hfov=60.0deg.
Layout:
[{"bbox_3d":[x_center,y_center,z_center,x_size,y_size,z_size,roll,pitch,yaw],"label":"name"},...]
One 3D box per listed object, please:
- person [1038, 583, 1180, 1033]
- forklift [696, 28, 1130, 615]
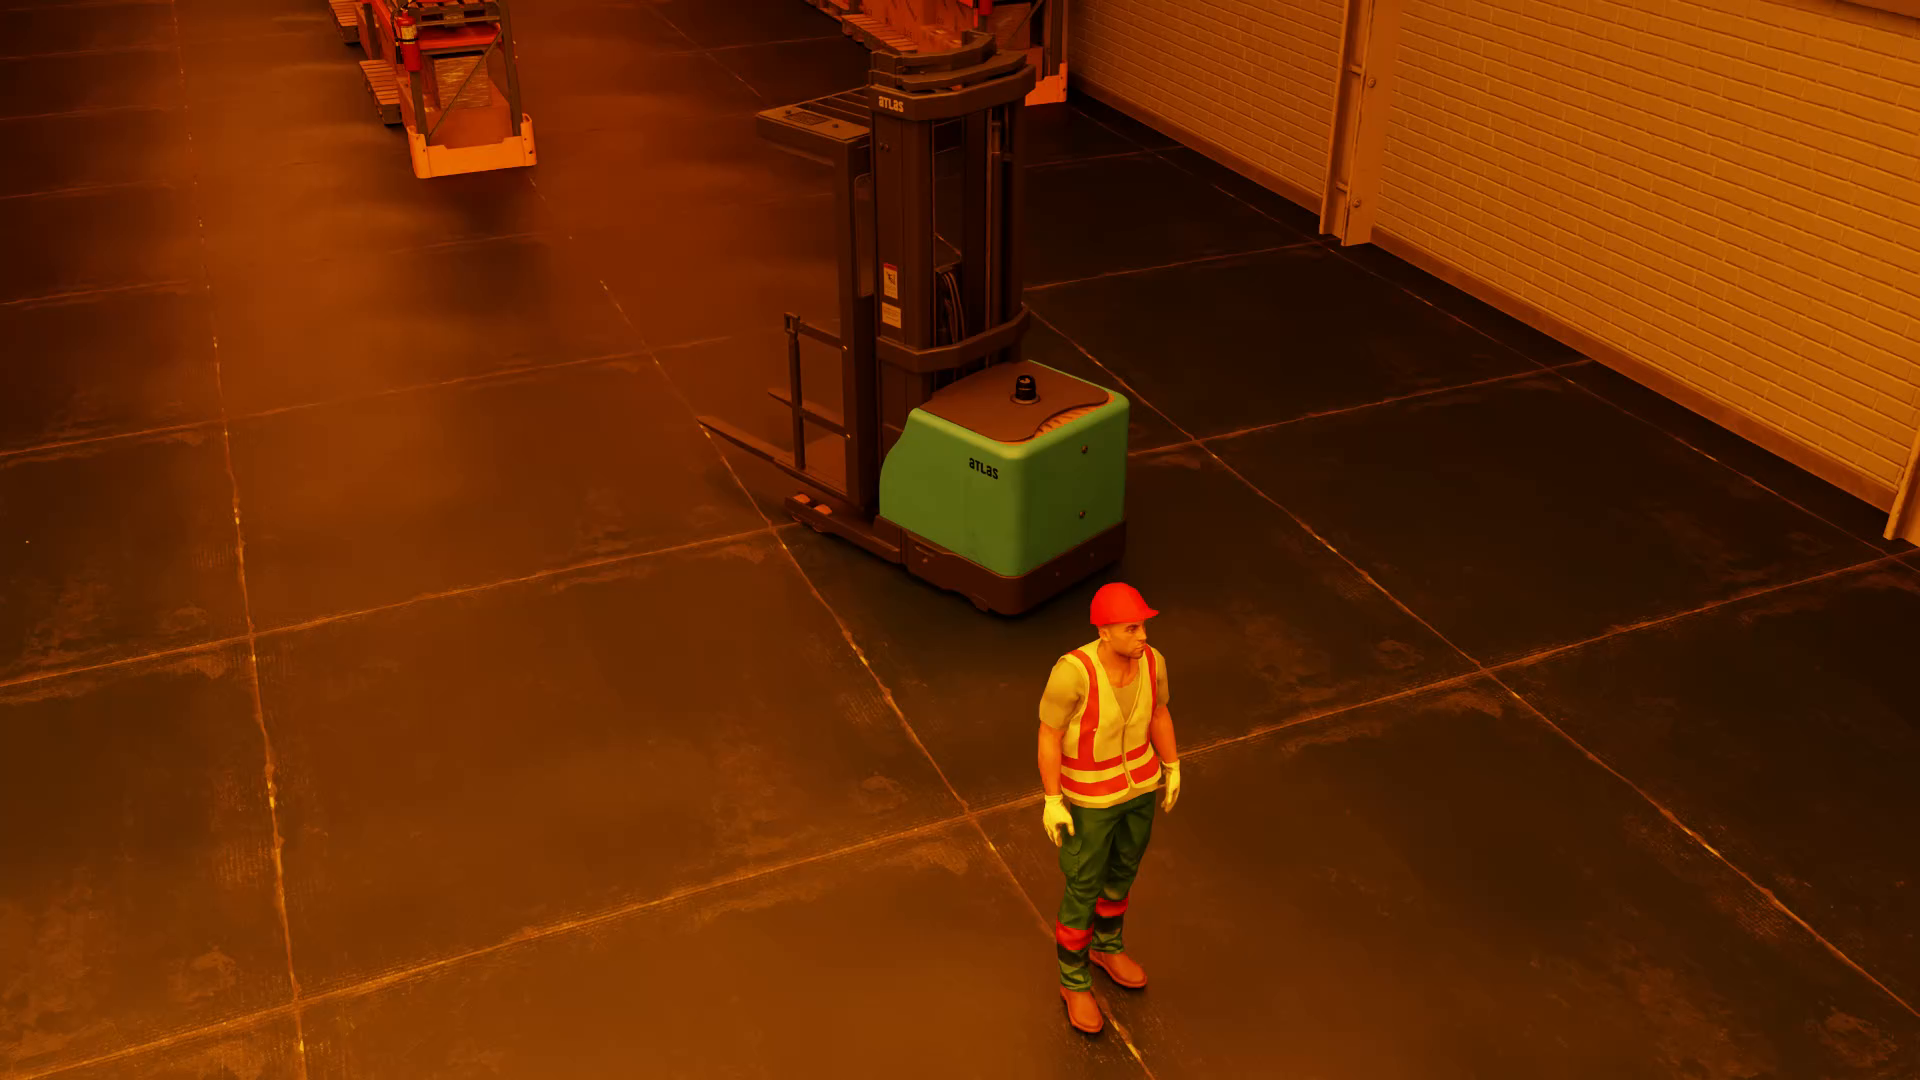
[{"bbox_3d":[0.624,1.017,6.478,0.638,1.788,0.563,-16,33,-26],"label":"person"},{"bbox_3d":[-0.436,-1.483,9.714,3.031,2.935,1.130,26,39,37],"label":"forklift"}]
